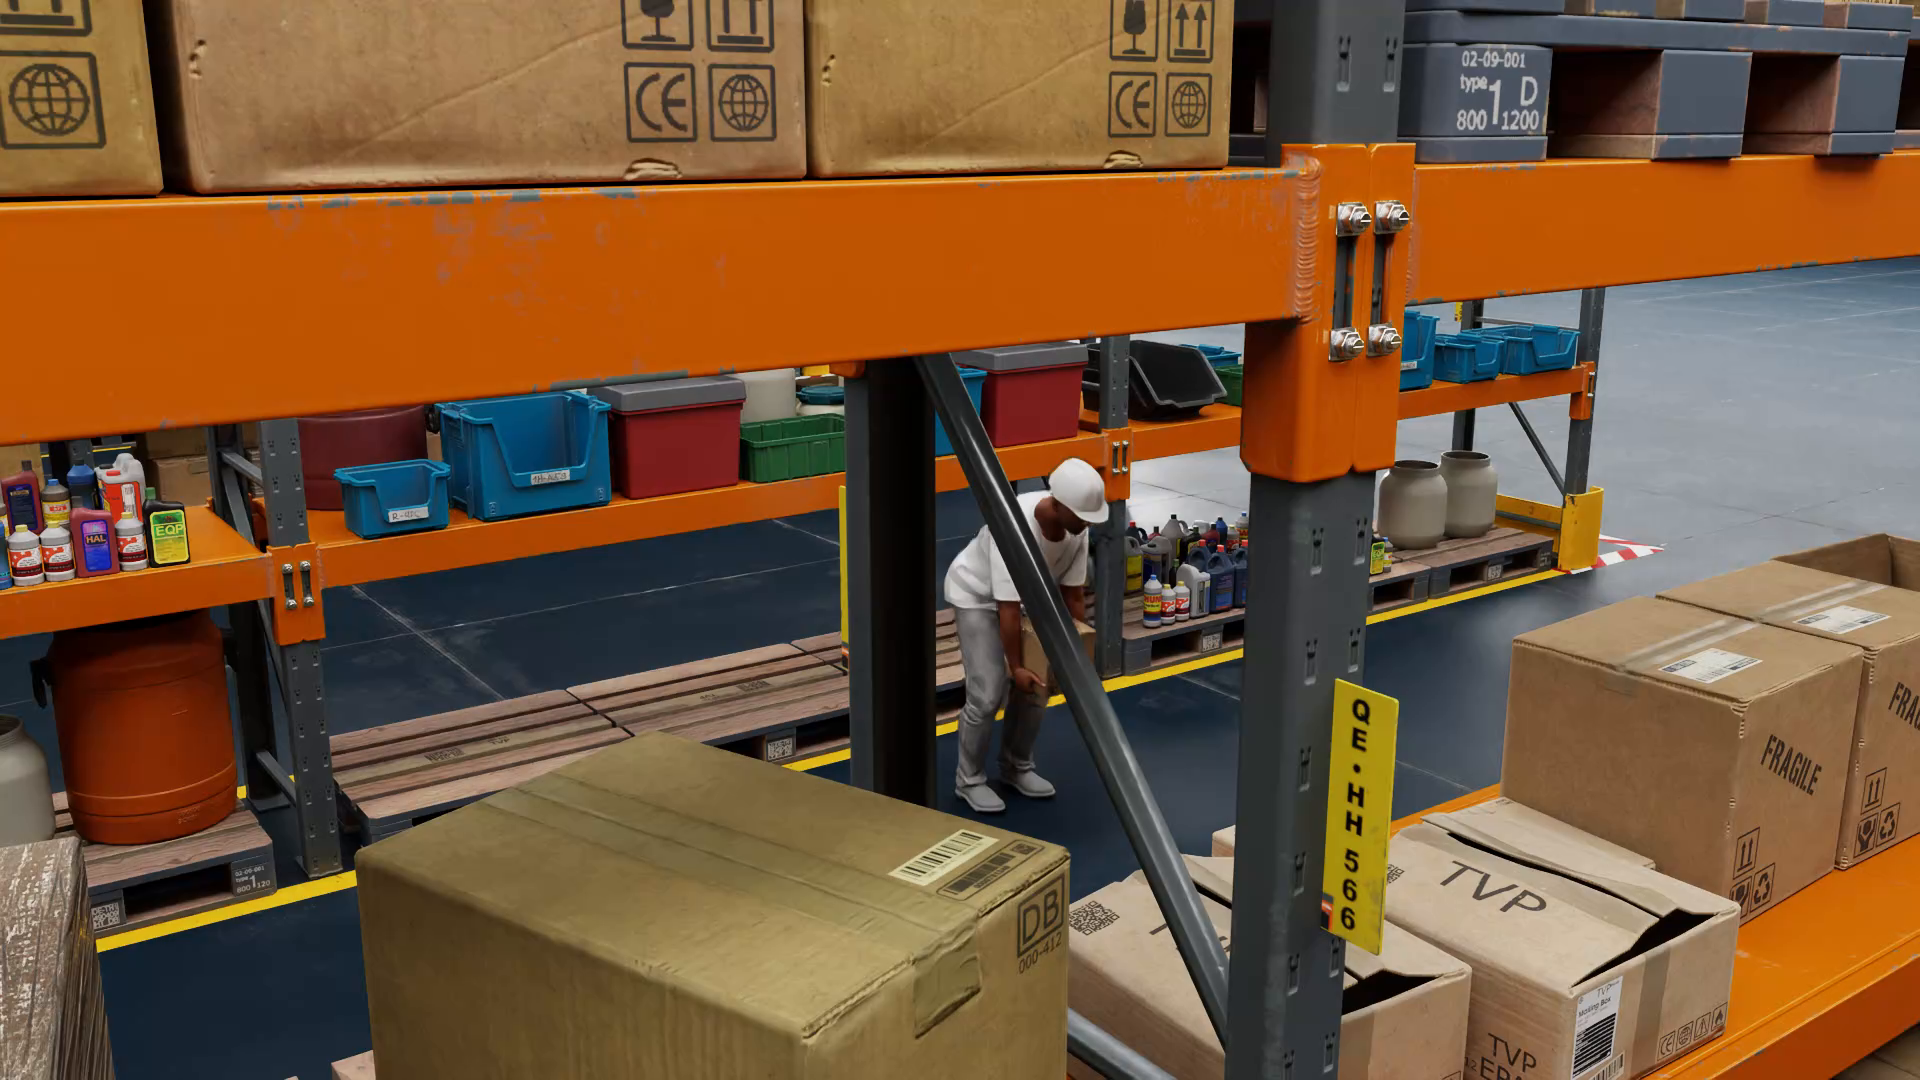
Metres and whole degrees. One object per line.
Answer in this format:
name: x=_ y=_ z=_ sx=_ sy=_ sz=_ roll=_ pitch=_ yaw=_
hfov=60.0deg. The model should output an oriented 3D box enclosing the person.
person: x=0.292 y=0.386 z=6.878 sx=0.456 sy=1.554 sz=0.799 roll=-11 pitch=18 yaw=-36
